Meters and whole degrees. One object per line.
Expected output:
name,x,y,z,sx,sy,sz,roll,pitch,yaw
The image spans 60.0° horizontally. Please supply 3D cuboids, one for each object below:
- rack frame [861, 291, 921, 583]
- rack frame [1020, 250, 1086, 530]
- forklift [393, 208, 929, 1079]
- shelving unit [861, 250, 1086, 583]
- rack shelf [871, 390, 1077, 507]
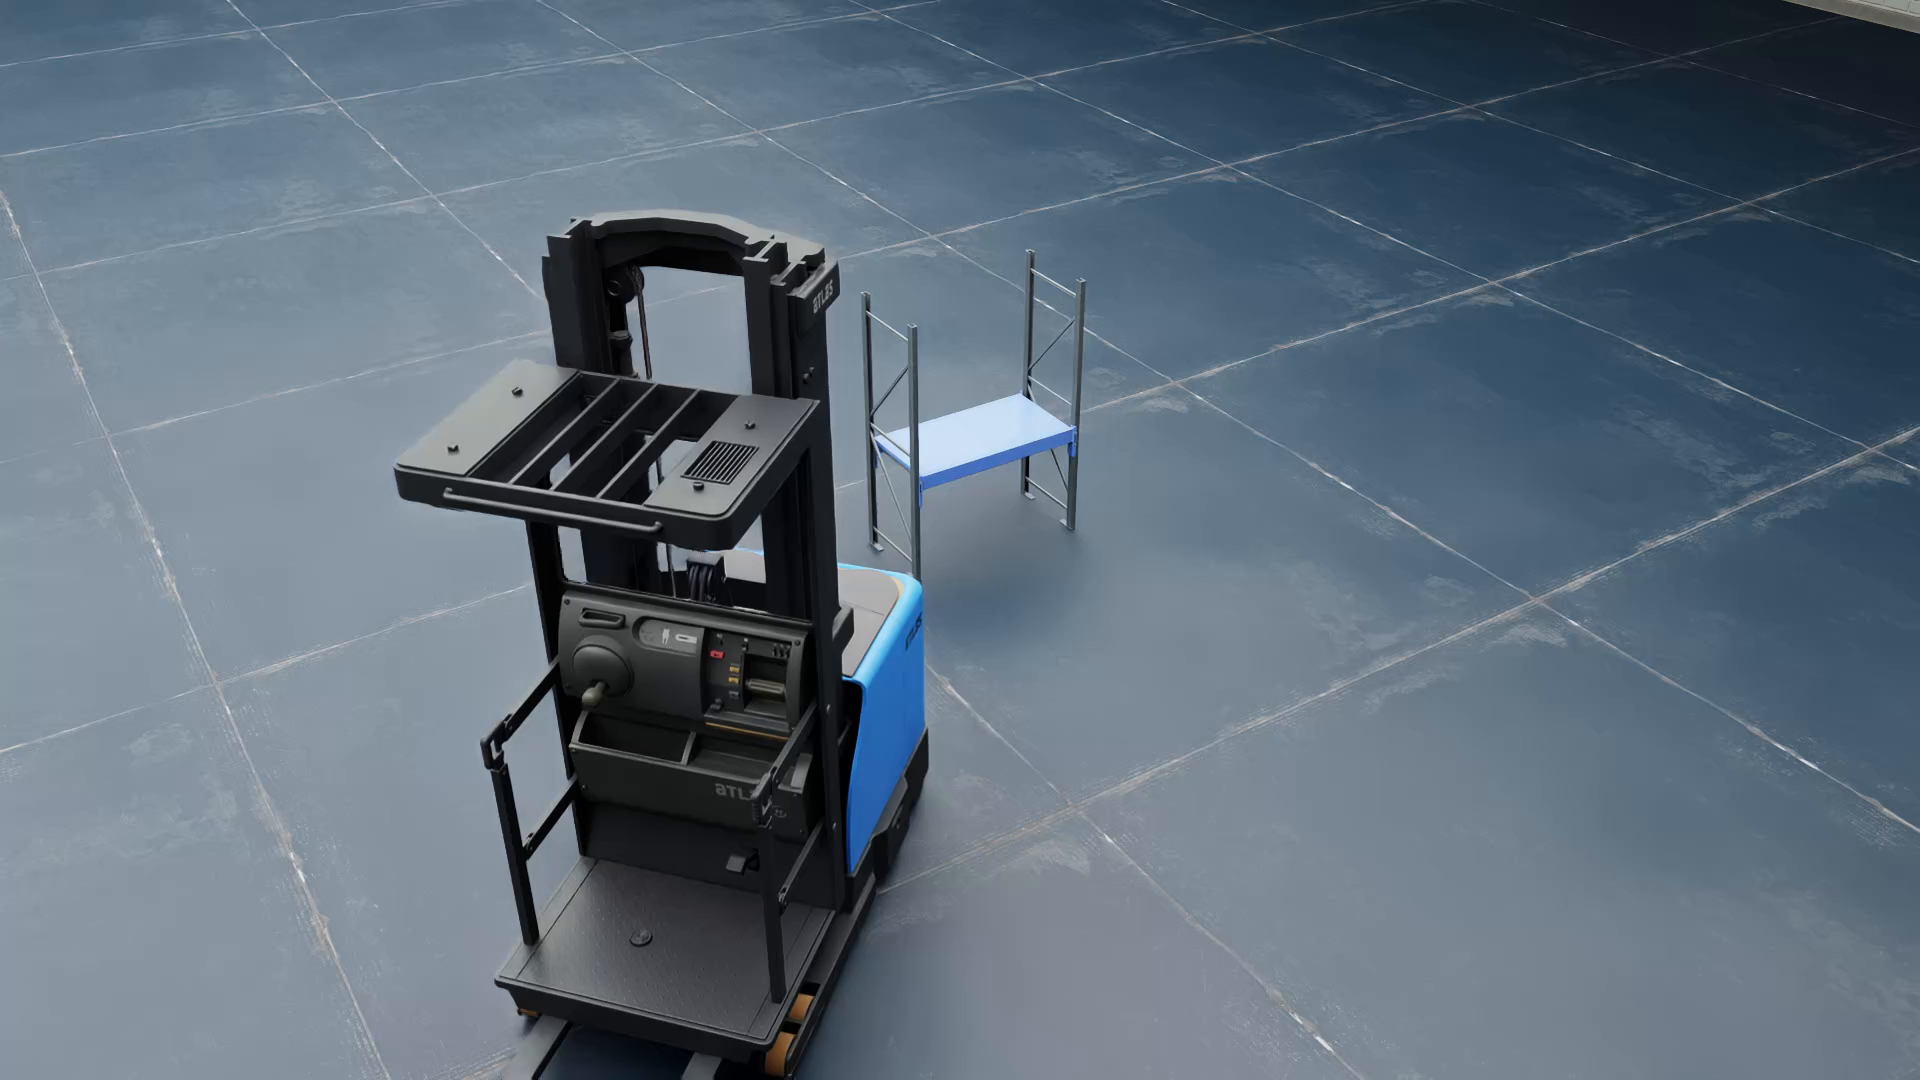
rack frame,-0.356,-0.512,8.656,0.032,1.500,0.500,-19,37,-27
rack frame,0.499,-0.806,9.122,0.032,1.500,0.500,-19,37,-27
forklift,-1.049,0.498,5.713,1.130,2.935,3.031,9,33,14
shelving unit,0.072,-0.659,8.889,1.048,1.500,0.538,-19,37,-27
rack shelf,0.072,-0.507,8.985,1.000,0.185,0.538,-19,37,-27
